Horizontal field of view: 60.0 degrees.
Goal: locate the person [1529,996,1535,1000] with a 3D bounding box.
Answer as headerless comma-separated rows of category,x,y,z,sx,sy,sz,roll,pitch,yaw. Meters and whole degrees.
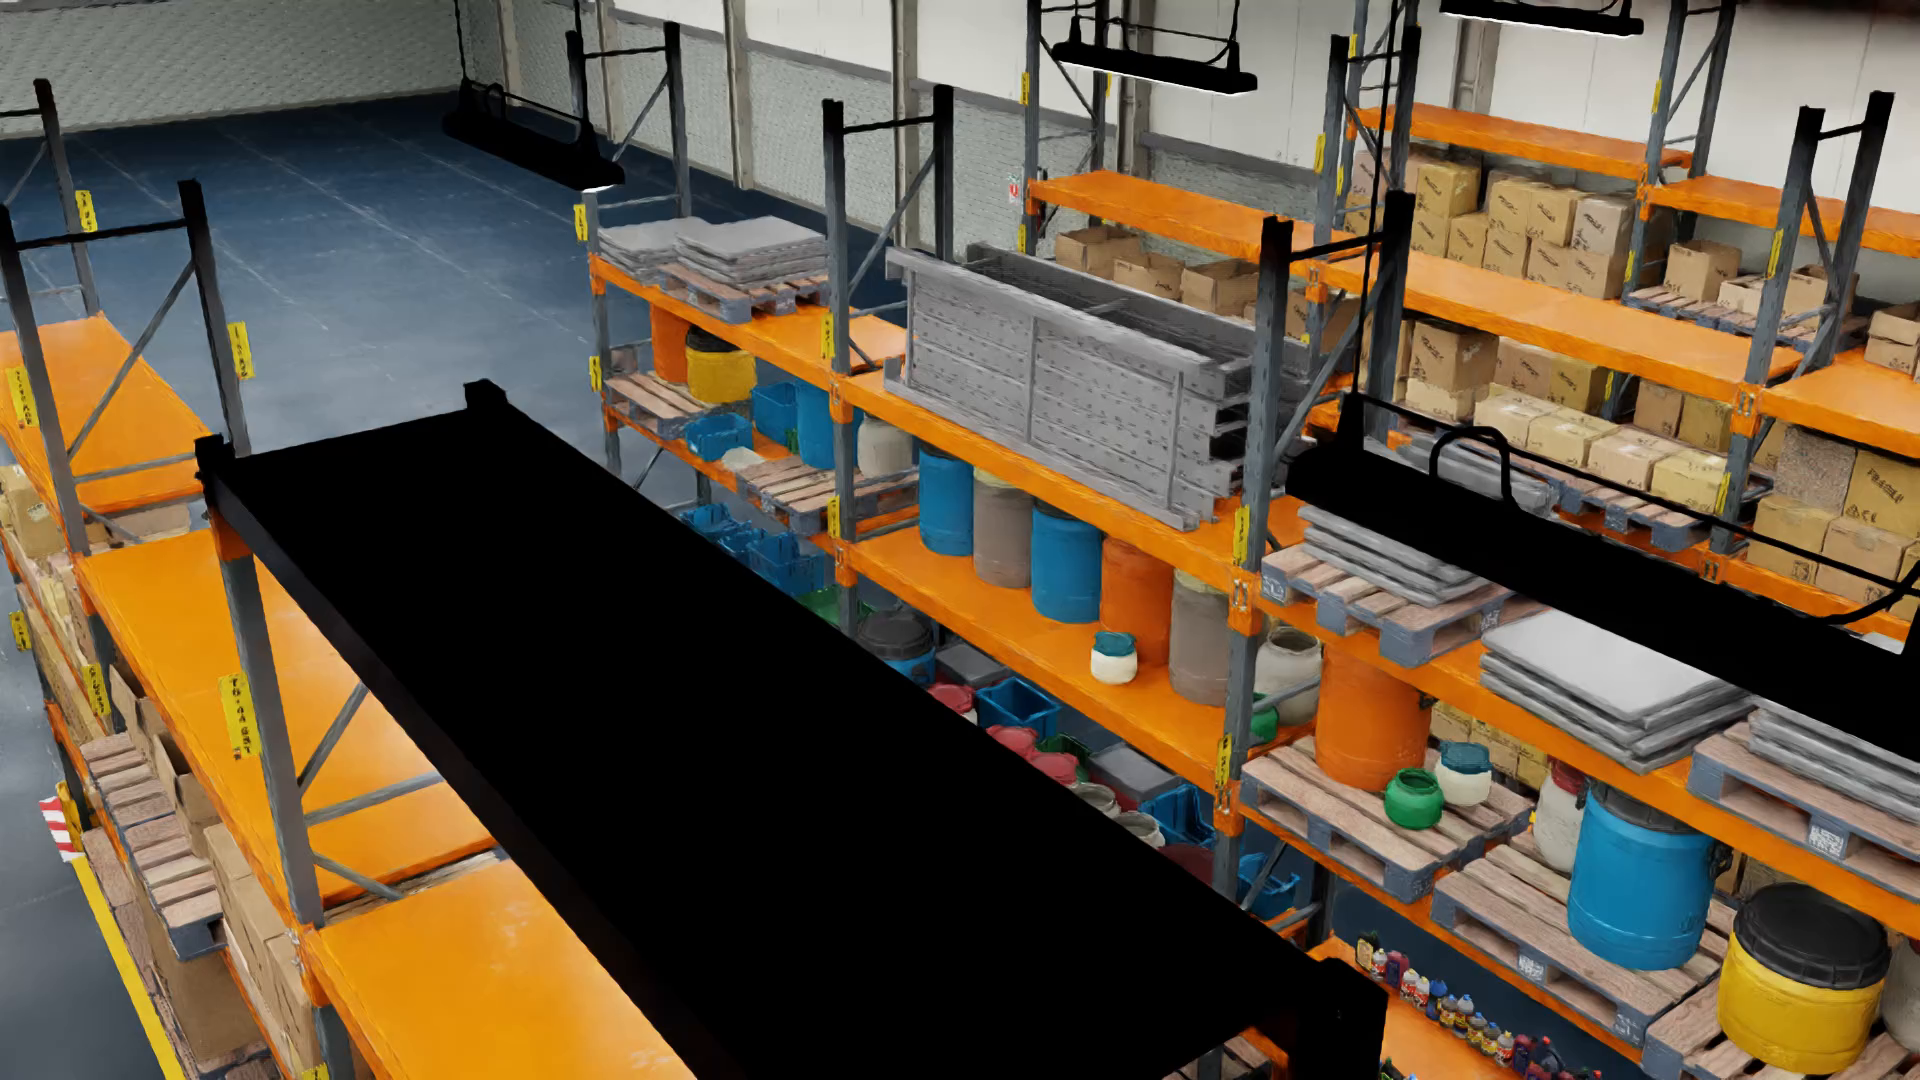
person,4.321,2.523,11.382,0.598,1.774,0.462,14,28,28
